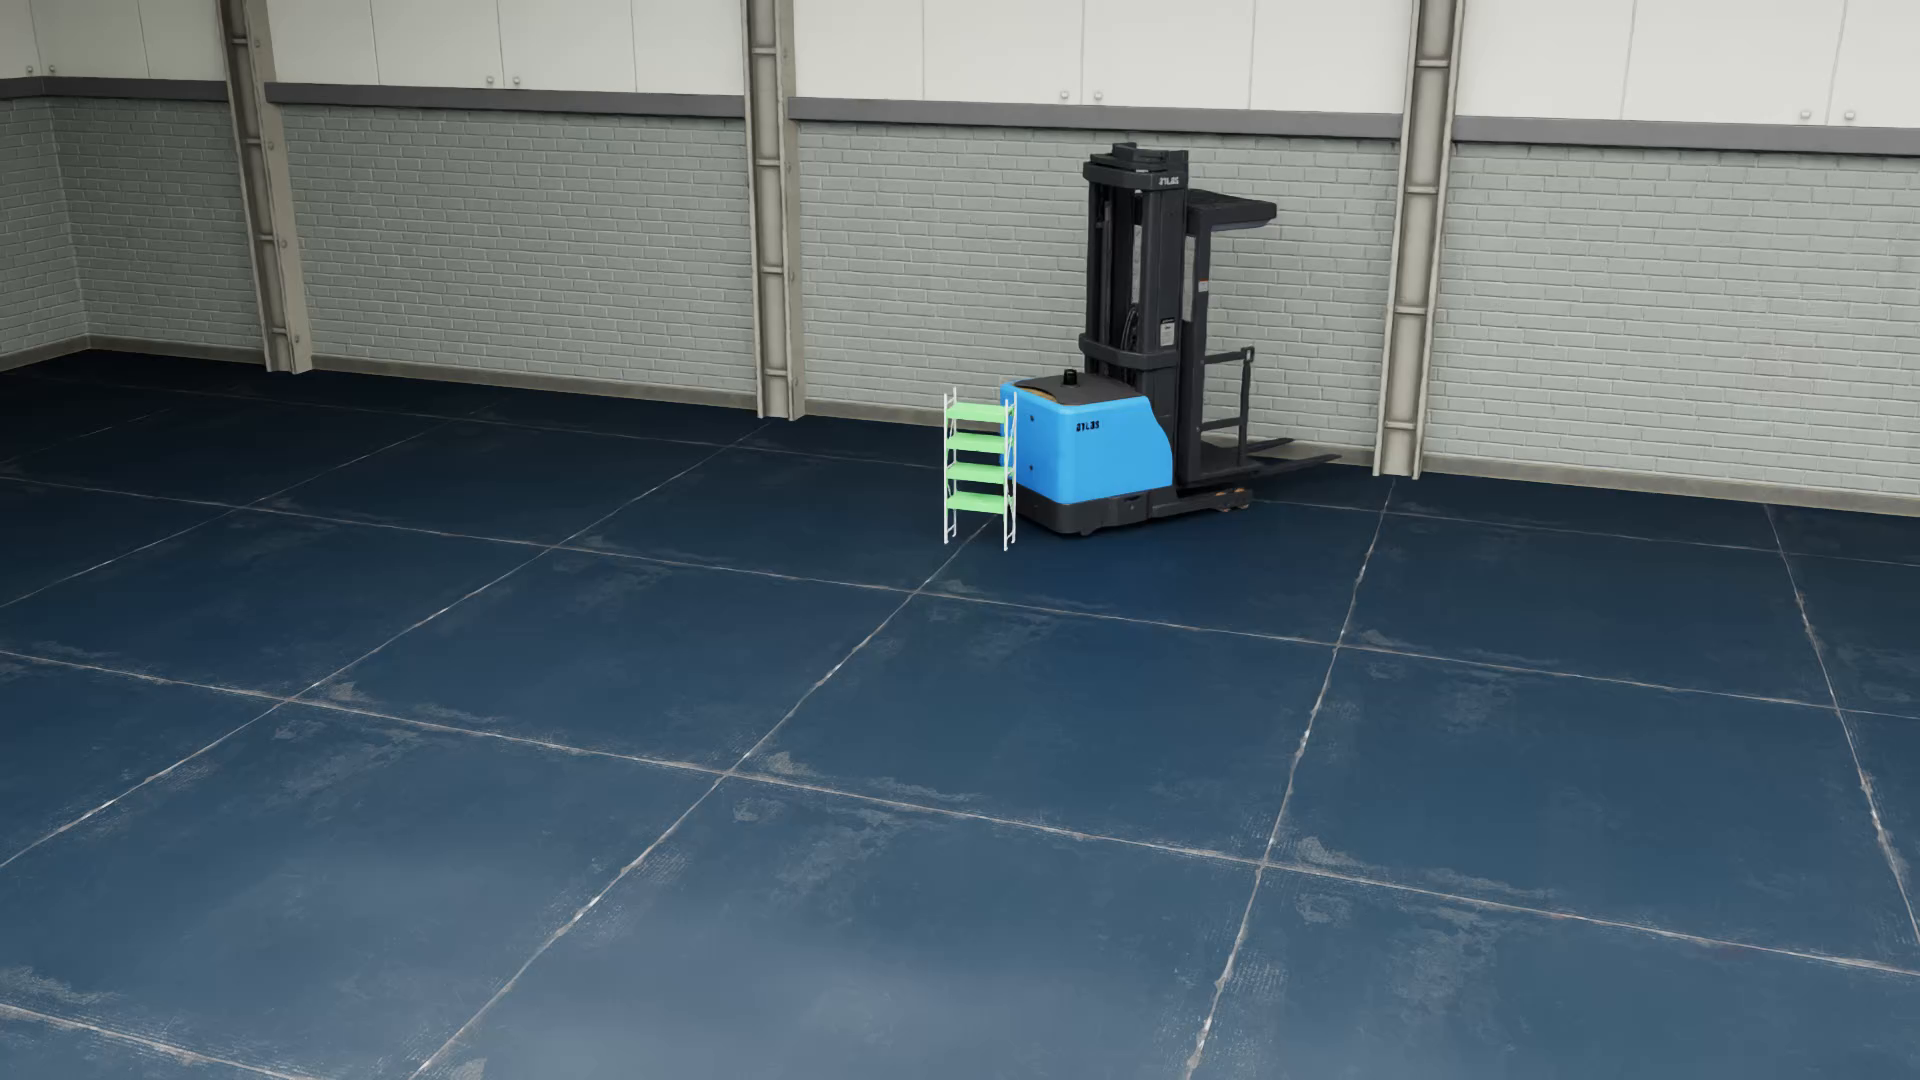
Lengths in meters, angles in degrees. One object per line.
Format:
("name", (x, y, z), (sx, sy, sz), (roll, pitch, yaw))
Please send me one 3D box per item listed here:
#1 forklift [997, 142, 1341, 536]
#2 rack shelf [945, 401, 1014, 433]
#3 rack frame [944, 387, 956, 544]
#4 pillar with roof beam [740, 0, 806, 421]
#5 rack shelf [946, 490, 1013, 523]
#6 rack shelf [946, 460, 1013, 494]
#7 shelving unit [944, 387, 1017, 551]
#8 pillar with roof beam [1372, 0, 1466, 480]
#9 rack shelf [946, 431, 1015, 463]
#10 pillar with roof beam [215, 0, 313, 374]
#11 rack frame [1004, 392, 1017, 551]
("forklift", (1.845, -1.751, 13.646), (3.031, 2.935, 1.130), (-11, 22, -28))
("rack shelf", (0.156, -0.942, 12.690), (0.480, 0.148, 0.258), (7, 20, 18))
("rack frame", (-0.074, -0.575, 12.903), (0.015, 1.200, 0.240), (7, 20, 18))
("pillar with roof beam", (-3.195, -4.157, 11.329), (0.400, 9.000, 9.100), (7, 20, 18))
("rack shelf", (0.156, -0.262, 12.927), (0.480, 0.148, 0.258), (7, 20, 18))
("rack shelf", (0.156, -0.488, 12.848), (0.480, 0.148, 0.258), (7, 20, 18))
("shelving unit", (0.156, -0.549, 12.827), (0.503, 1.200, 0.258), (7, 20, 18))
("pillar with roof beam", (2.473, -3.508, 9.470), (0.400, 9.000, 9.100), (7, 20, 18))
("rack shelf", (0.156, -0.715, 12.769), (0.480, 0.148, 0.258), (7, 20, 18))
("pillar with roof beam", (-8.863, -4.805, 13.188), (0.400, 9.000, 9.100), (7, 20, 18))
("rack frame", (0.387, -0.522, 12.752), (0.015, 1.200, 0.240), (7, 20, 18))
